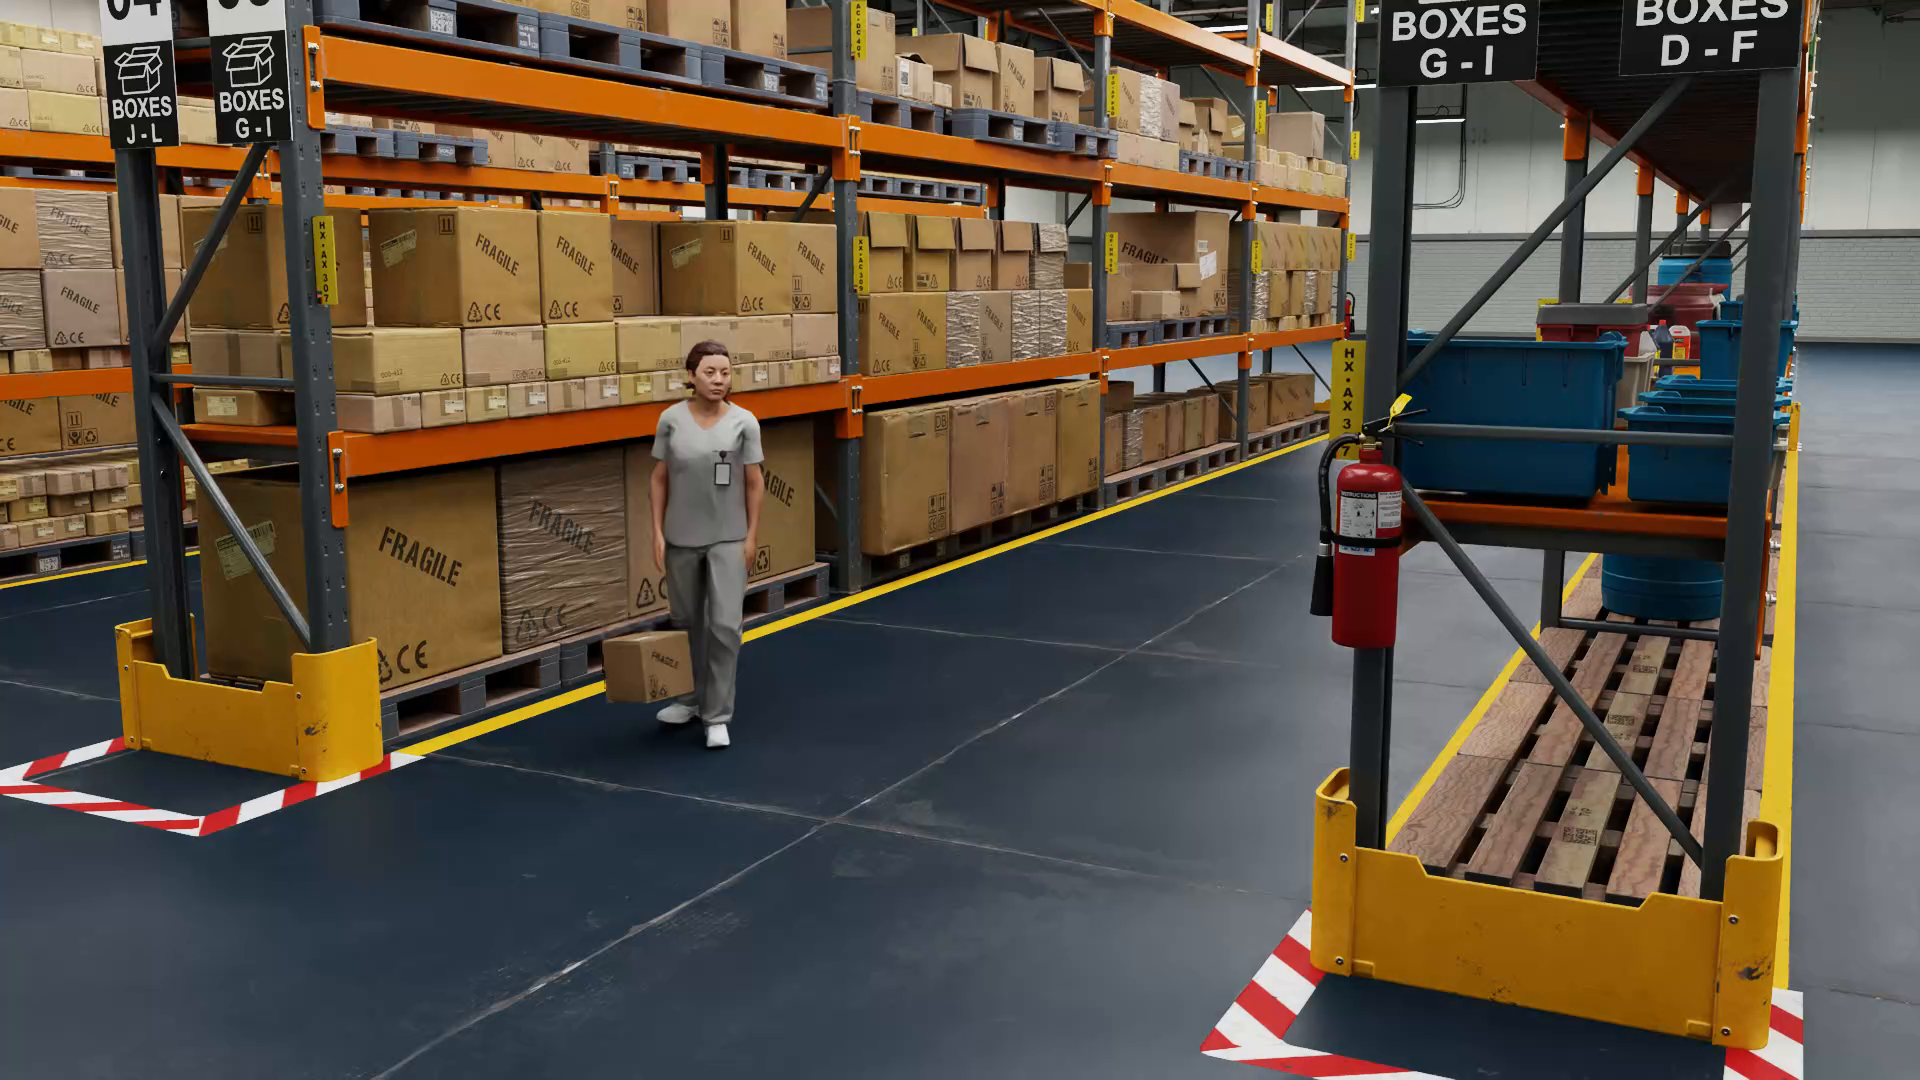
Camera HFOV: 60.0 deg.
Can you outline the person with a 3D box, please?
[{"bbox_3d":[-1.052,-0.001,6.909,0.490,1.658,0.554,0,9,0],"label":"person"}]
